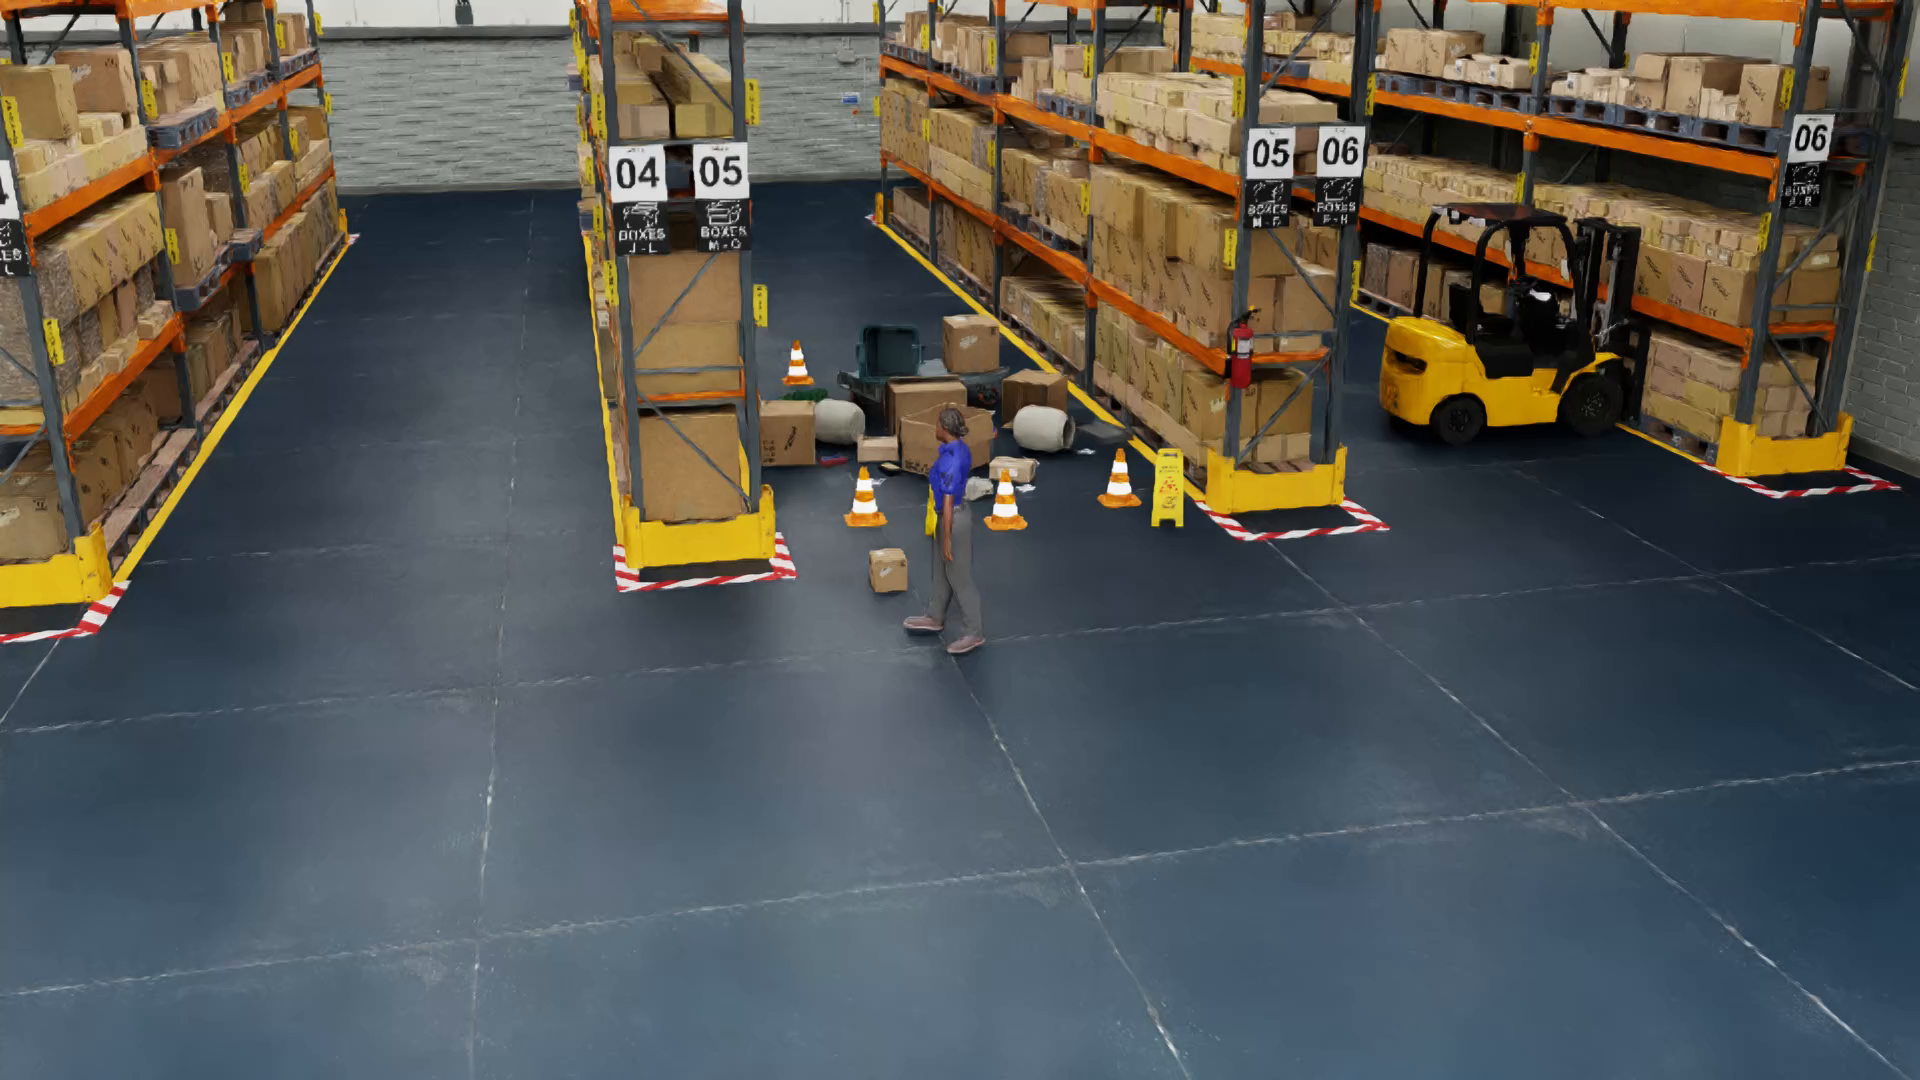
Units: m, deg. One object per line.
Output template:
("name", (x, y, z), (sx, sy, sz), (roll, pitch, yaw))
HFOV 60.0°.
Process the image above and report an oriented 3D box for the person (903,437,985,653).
("person", (-0.117, 0.004, 11.310), (0.595, 1.450, 0.519), (2, 20, 5))
